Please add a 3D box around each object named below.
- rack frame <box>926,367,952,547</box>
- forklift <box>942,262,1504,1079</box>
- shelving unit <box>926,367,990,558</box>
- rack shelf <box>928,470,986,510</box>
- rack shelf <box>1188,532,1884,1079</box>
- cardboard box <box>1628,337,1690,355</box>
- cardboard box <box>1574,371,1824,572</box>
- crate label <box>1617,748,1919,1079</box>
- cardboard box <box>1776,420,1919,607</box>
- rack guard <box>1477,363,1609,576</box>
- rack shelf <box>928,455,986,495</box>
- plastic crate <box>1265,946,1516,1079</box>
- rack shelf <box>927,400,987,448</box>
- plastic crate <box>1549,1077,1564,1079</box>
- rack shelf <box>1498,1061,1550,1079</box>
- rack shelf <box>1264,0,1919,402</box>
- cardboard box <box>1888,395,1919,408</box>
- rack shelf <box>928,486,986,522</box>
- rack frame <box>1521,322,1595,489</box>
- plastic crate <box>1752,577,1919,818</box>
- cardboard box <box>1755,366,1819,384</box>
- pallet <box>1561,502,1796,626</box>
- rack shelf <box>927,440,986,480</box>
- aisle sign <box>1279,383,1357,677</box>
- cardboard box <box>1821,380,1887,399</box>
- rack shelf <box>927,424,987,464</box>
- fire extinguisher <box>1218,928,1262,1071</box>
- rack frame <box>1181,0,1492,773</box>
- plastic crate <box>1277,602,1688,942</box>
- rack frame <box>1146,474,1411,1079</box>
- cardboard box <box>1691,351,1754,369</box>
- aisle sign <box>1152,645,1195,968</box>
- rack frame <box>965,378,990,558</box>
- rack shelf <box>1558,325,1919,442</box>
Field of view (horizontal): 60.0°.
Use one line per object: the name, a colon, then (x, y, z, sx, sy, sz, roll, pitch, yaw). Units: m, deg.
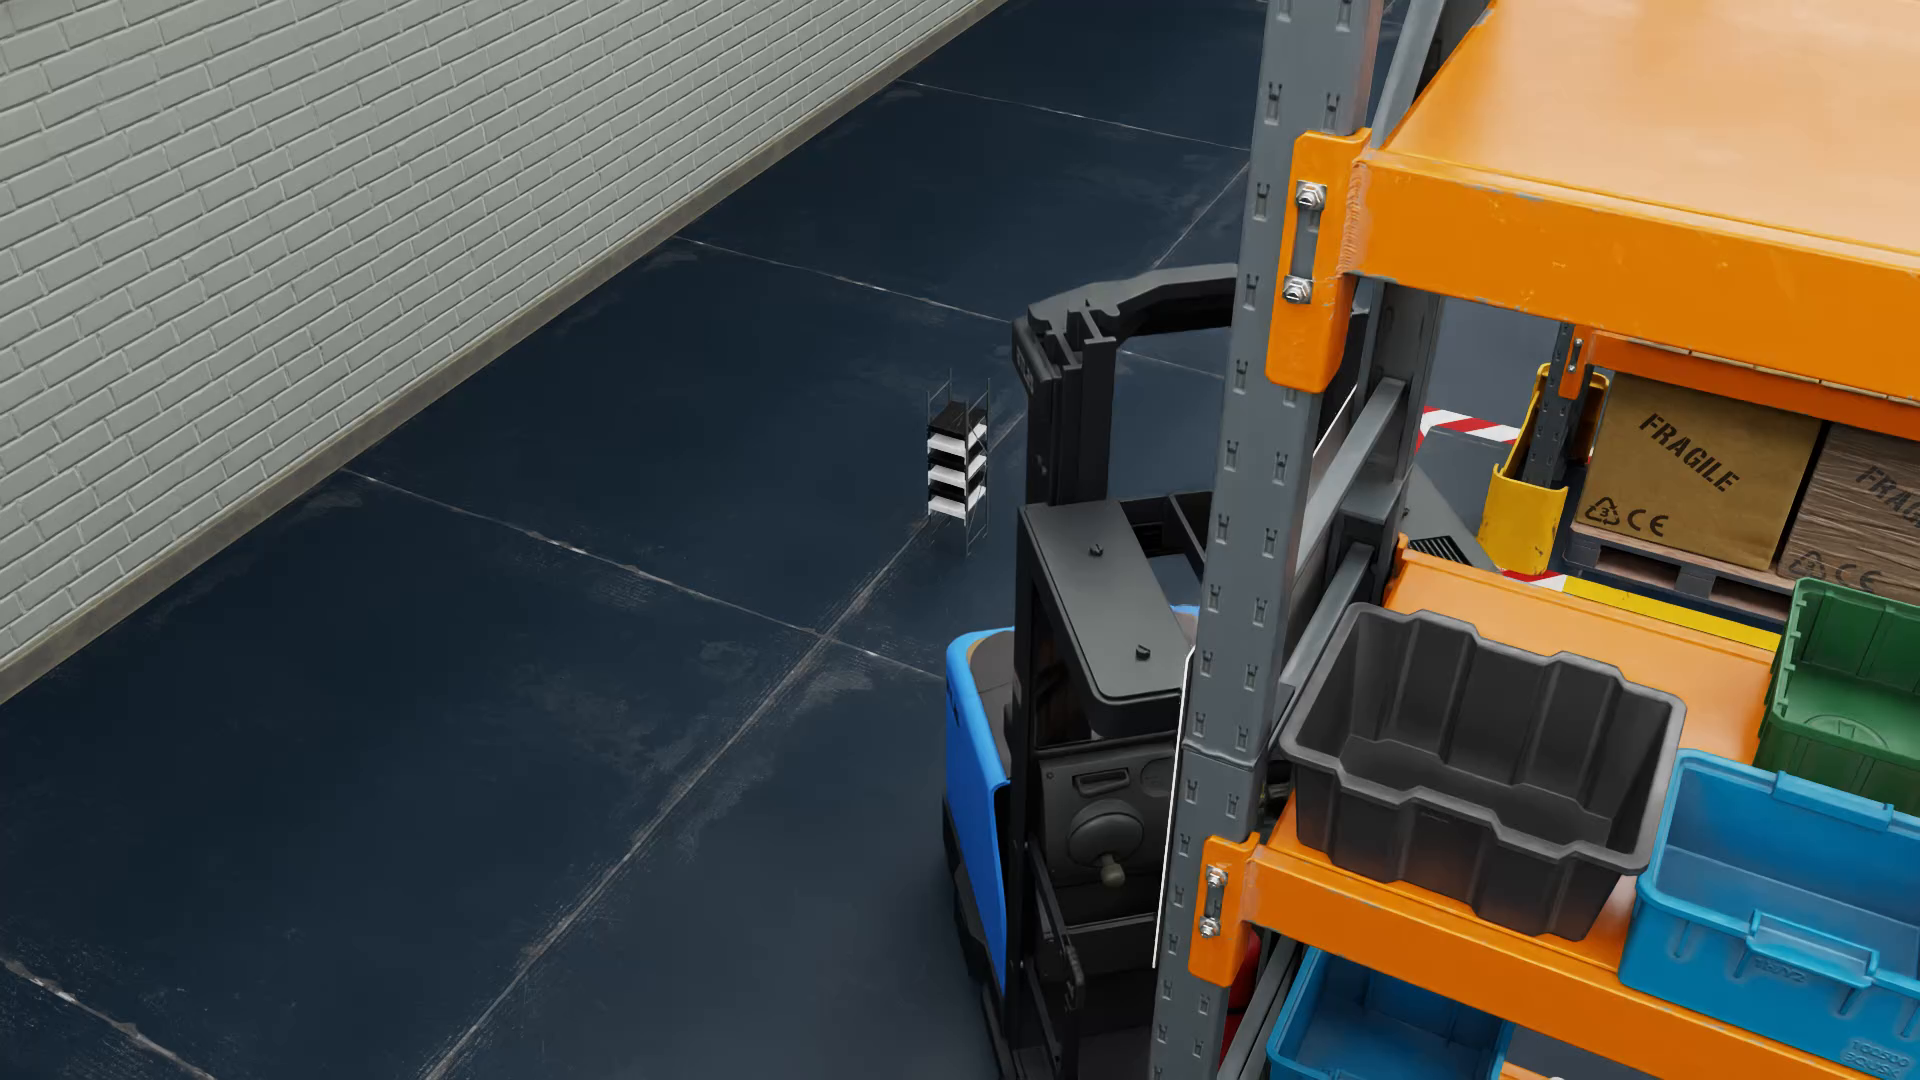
rack frame: (-0.097, -0.389, 8.018, 0.006, 0.900, 0.240, 17, 41, 21)
forklift: (0.740, 0.842, 4.716, 1.130, 2.935, 3.031, -7, 38, -10)
shelving unit: (-0.007, -0.361, 7.981, 0.210, 0.900, 0.258, 17, 41, 21)
rack shelf: (-0.007, -0.262, 8.055, 0.200, 0.077, 0.258, 17, 41, 21)
rack shelf: (2.438, 0.946, 2.637, 4.000, 0.370, 1.077, 17, 41, 21)
cardboard box: (3.103, -0.985, 7.275, 0.250, 0.149, 0.380, 18, 41, 22)
cardboard box: (3.545, -0.547, 7.900, 0.875, 0.875, 0.875, 17, 41, 21)
crate label: (1.332, 0.592, 2.631, 0.502, 0.251, 0.408, 17, 41, 21)
cardboard box: (4.353, -0.294, 7.567, 0.875, 0.875, 0.875, 17, 41, 21)
rack guard: (2.918, -0.372, 8.327, 0.348, 0.500, 1.175, 17, 41, 21)
rack shelf: (-0.007, -0.334, 8.001, 0.200, 0.077, 0.258, 17, 41, 21)
plastic crate: (1.045, 1.253, 4.040, 0.499, 0.435, 0.616, 17, 41, 21)
rack shelf: (-0.007, -0.549, 7.838, 0.200, 0.077, 0.258, 17, 41, 21)
plastic crate: (1.469, 1.509, 3.950, 0.243, 0.136, 0.396, 17, 41, 21)
rack shelf: (2.438, 2.141, 3.544, 4.000, 0.370, 1.077, 17, 41, 21)
rack shelf: (2.438, -0.090, 1.851, 4.000, 0.370, 1.077, 17, 41, 21)
cardboard box: (4.016, -0.701, 6.900, 0.250, 0.149, 0.380, 17, 40, 21)
rack shelf: (-0.007, -0.191, 8.110, 0.200, 0.077, 0.258, 17, 41, 21)
rack frame: (2.939, -1.361, 7.562, 0.127, 3.000, 1.000, 17, 41, 21)
plastic crate: (1.669, 0.309, 3.057, 0.336, 0.188, 0.450, 17, 41, 21)
cardboard box: (3.559, -0.844, 7.088, 0.250, 0.149, 0.380, 16, 40, 20)
pallet: (3.685, -0.070, 8.168, 1.213, 0.211, 1.003, 17, 41, 21)
rack shelf: (-0.007, -0.406, 7.947, 0.200, 0.077, 0.258, 17, 41, 21)
aisle sign: (0.733, 0.085, 3.507, 0.004, 0.787, 0.394, 17, 41, 21)
cardboard box: (3.791, -0.772, 6.994, 0.250, 0.149, 0.380, 17, 40, 21)
rack shelf: (-0.007, -0.478, 7.892, 0.200, 0.077, 0.258, 17, 41, 21)
fire extinguisher: (0.737, 1.191, 4.572, 0.183, 0.674, 0.296, 17, 41, 21)
rack frame: (0.662, -1.092, 2.245, 0.127, 3.000, 1.000, 17, 41, 21)
plastic crate: (0.875, 0.412, 2.854, 0.590, 0.269, 0.497, 17, 41, 21)
rack frame: (0.662, 1.298, 4.059, 0.127, 3.000, 1.000, 17, 41, 21)
cardboard box: (3.331, -0.915, 7.182, 0.250, 0.149, 0.380, 17, 40, 21)
aisle sign: (0.461, 0.402, 3.089, 0.004, 0.787, 0.394, 17, 41, 21)
rack frame: (0.083, -0.332, 7.944, 0.006, 0.900, 0.240, 17, 41, 21)
rack shelf: (4.715, -0.519, 7.047, 4.000, 0.370, 1.077, 17, 41, 21)
